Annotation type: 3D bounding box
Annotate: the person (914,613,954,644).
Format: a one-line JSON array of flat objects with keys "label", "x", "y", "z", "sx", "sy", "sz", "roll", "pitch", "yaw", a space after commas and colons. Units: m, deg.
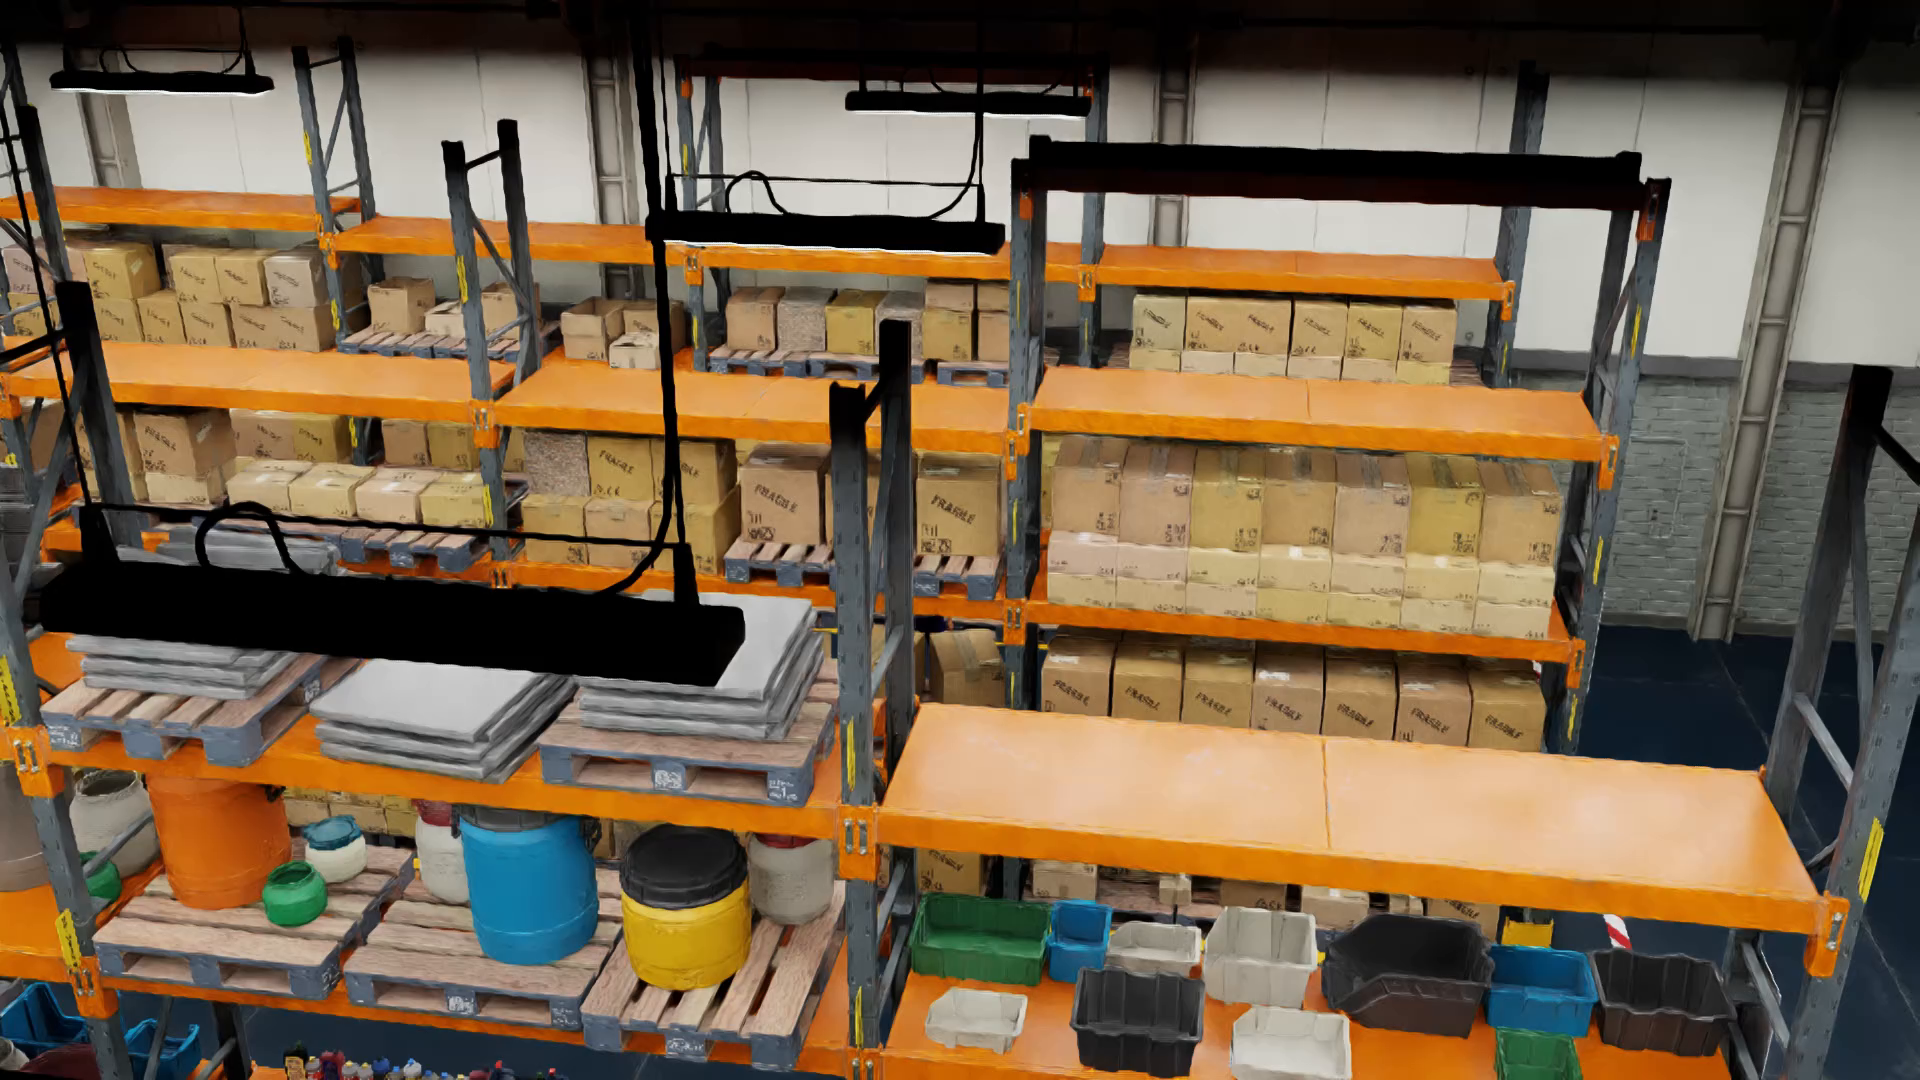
[{"label": "person", "x": -0.352, "y": 0.828, "z": 16.259, "sx": 0.602, "sy": 1.651, "sz": 0.380, "roll": -5, "pitch": 23, "yaw": -11}]
